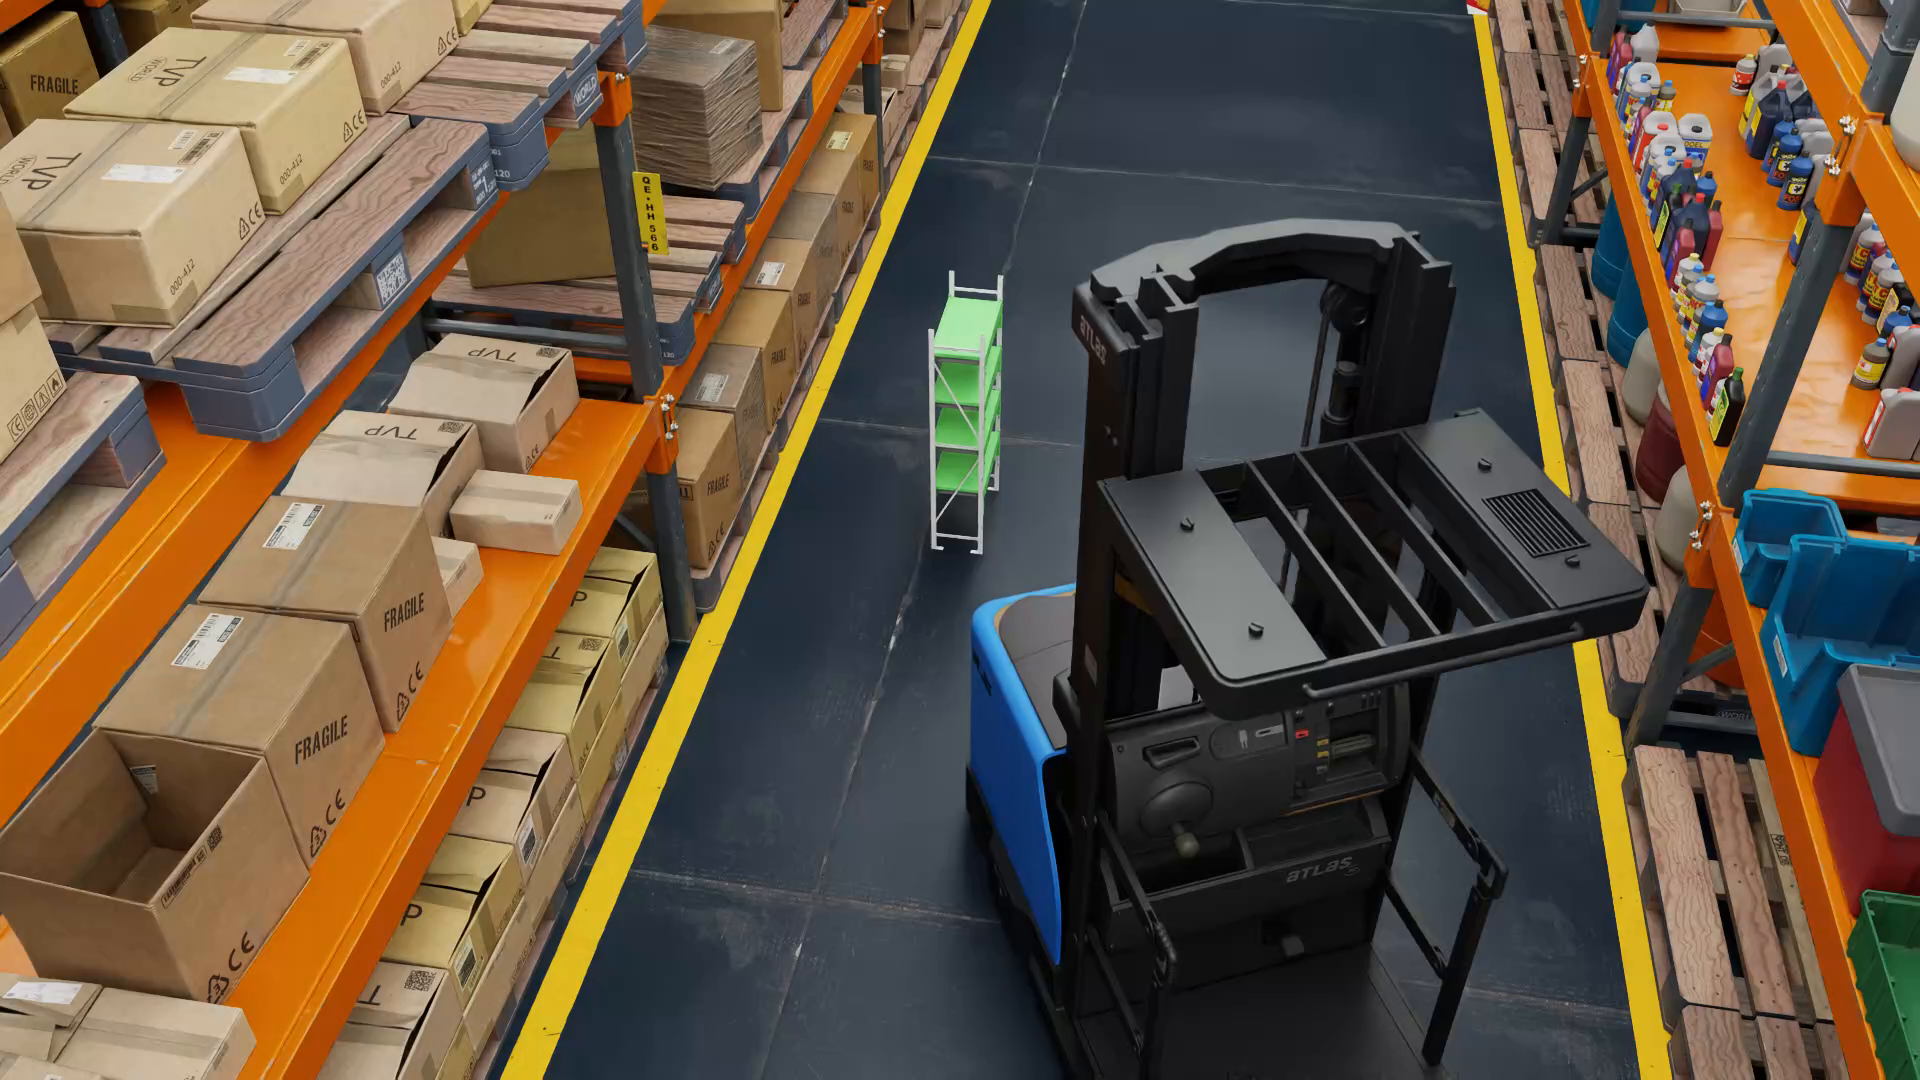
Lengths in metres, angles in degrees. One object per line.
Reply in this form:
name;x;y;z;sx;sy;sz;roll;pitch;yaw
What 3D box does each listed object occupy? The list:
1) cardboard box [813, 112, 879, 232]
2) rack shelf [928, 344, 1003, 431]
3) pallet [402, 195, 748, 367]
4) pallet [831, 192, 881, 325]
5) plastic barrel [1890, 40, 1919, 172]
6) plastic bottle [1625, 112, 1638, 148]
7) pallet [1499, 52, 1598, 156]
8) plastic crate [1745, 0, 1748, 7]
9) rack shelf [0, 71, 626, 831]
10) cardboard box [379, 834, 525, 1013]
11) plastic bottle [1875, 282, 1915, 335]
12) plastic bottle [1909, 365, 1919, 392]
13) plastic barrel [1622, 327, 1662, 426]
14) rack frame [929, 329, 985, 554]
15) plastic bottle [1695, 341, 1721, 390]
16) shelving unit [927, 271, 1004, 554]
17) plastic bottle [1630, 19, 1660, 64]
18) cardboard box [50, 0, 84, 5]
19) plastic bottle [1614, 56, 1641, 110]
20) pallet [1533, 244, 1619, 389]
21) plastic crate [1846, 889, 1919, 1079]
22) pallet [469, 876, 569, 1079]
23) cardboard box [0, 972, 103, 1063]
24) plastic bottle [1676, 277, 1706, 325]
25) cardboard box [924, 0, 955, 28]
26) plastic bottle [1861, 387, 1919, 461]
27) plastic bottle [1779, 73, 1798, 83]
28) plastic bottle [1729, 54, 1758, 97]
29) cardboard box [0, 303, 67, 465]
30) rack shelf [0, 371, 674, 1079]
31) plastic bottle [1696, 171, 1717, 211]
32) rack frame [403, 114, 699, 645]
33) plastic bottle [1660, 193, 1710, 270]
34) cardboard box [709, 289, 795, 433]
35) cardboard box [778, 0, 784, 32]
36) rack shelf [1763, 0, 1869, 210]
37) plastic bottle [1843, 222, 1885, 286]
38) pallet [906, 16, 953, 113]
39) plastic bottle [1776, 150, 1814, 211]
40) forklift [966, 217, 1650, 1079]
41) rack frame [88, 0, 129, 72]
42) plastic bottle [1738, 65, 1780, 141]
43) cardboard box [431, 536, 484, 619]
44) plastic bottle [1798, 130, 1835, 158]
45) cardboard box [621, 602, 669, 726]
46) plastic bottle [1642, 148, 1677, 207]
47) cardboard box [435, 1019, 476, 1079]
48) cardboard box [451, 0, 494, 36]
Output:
cardboard box;-0.775;-2.165;9.728;0.500;0.500;0.500;6;40;7
rack shelf;0.029;-0.702;7.478;0.258;0.148;0.480;6;40;8
pallet;-1.616;-1.149;7.033;1.213;0.211;1.003;6;40;8
pallet;-1.075;-1.711;9.751;1.003;0.211;1.213;6;40;8
plastic barrel;2.859;-1.280;4.599;0.421;0.512;0.421;0;40;0
plastic bottle;3.307;-2.005;8.074;0.097;0.201;0.097;0;40;0
pallet;4.204;-2.911;11.202;1.003;0.211;1.213;6;40;8
plastic crate;4.308;-3.332;9.426;0.402;0.464;0.583;6;40;8
rack shelf;-2.010;-0.414;4.204;1.077;0.370;4.000;6;40;8
cardboard box;-1.774;1.205;5.423;0.500;0.311;0.500;7;40;9
plastic bottle;3.796;-0.947;6.730;0.061;0.283;0.133;6;40;8
plastic bottle;3.709;-0.634;6.351;0.061;0.283;0.133;6;40;8
plastic barrel;3.487;-0.827;8.115;0.421;0.512;0.421;0;40;0
rack frame;-0.014;-0.413;7.405;0.240;1.200;0.015;6;40;8
plastic bottle;2.942;-0.681;6.473;0.097;0.201;0.097;0;40;0
shelving unit;0.029;-0.566;7.590;0.258;1.200;0.503;6;40;8
plastic bottle;3.519;-2.522;8.582;0.144;0.351;0.185;6;40;8
cardboard box;-5.841;-3.682;11.069;0.380;0.149;0.250;6;40;7
plastic bottle;3.381;-2.300;8.376;0.097;0.271;0.097;0;40;0
pallet;3.732;-1.198;9.130;1.003;0.211;1.213;6;40;8
plastic crate;2.545;1.226;4.176;0.450;0.188;0.662;6;40;8
pallet;-2.058;1.560;5.794;1.003;0.211;1.213;6;40;8
cardboard box;-2.385;1.200;4.147;0.396;0.266;0.258;5;40;7
plastic bottle;3.026;-0.987;6.842;0.097;0.201;0.097;0;40;0
cardboard box;-0.325;-3.959;12.094;0.500;0.250;0.500;6;40;8
plastic bottle;3.458;-0.446;6.130;0.152;0.276;0.135;6;40;8
plastic bottle;4.093;-2.192;8.241;0.152;0.276;0.135;6;40;8
plastic bottle;4.031;-2.394;8.545;0.097;0.201;0.097;0;40;0
cardboard box;-2.148;-0.271;3.254;0.500;0.250;0.500;3;40;3
rack shelf;-2.010;0.742;5.160;1.077;0.370;4.000;6;40;8
plastic bottle;3.312;-1.519;7.431;0.097;0.271;0.097;0;40;0
rack frame;-1.664;-0.790;6.448;1.000;3.000;0.127;6;40;8
plastic bottle;3.130;-1.336;7.147;0.144;0.351;0.185;6;40;8
cardboard box;-1.127;-0.894;8.190;0.500;0.500;0.500;6;40;7
cardboard box;-1.330;-2.790;8.459;0.700;0.500;0.500;12;41;15
rack shelf;3.560;-2.376;6.577;1.077;0.370;4.000;6;40;8
plastic bottle;3.854;-1.222;7.072;0.097;0.271;0.097;0;40;0
pallet;-0.643;-3.424;11.823;1.003;0.211;1.213;6;40;8
plastic bottle;3.817;-1.646;7.584;0.097;0.271;0.097;0;40;0
forklift;0.943;0.729;4.665;1.130;2.935;3.031;-11;41;-13
rack frame;-5.851;-3.844;10.143;1.000;3.000;0.127;6;40;8
plastic bottle;3.928;-2.136;8.115;0.144;0.351;0.185;6;40;8
cardboard box;-1.829;0.113;5.553;0.380;0.149;0.250;9;40;11
plastic bottle;3.983;-1.791;7.756;0.152;0.276;0.135;6;40;8
cardboard box;-1.515;0.465;6.759;0.500;0.250;0.500;7;40;9
plastic bottle;3.204;-1.657;7.598;0.097;0.271;0.097;0;40;0
cardboard box;-1.865;1.746;5.209;0.500;0.250;0.500;5;40;6
cardboard box;-1.687;-1.759;5.055;0.500;0.250;0.500;4;40;4
